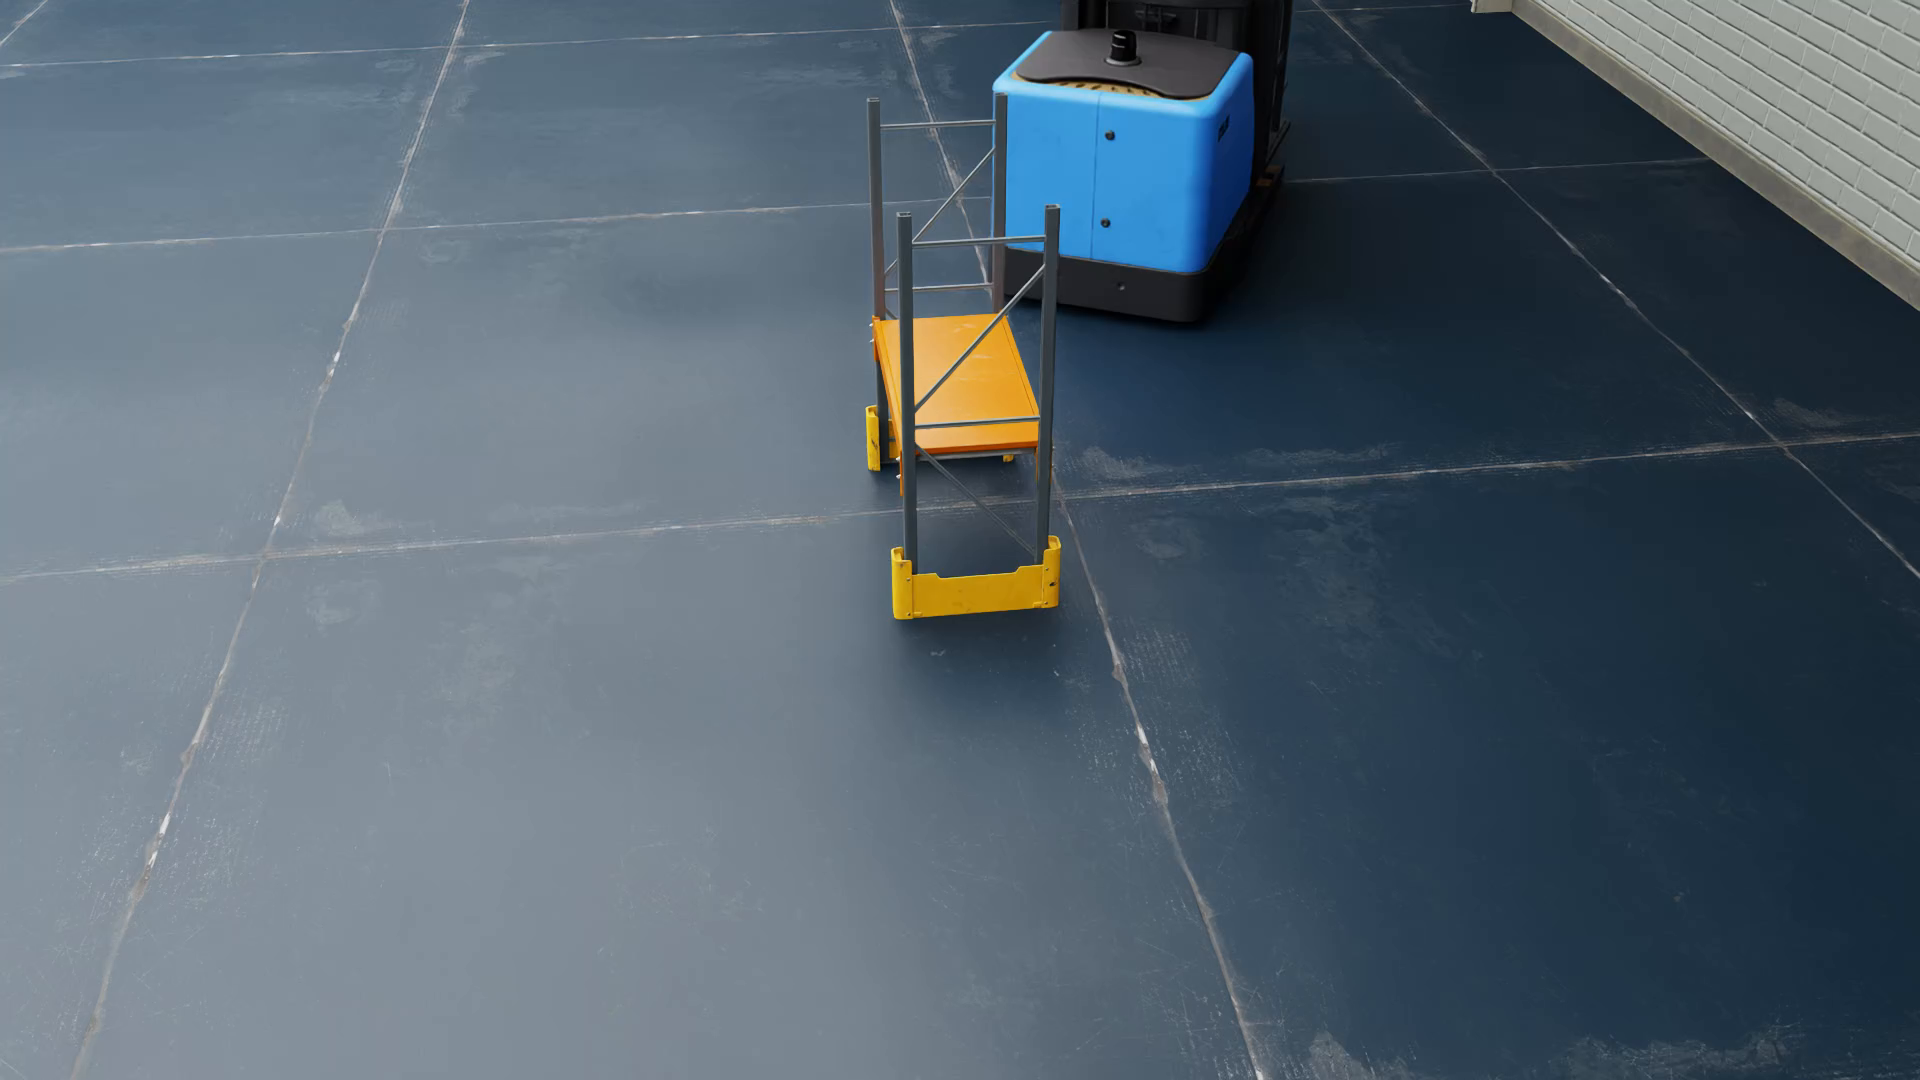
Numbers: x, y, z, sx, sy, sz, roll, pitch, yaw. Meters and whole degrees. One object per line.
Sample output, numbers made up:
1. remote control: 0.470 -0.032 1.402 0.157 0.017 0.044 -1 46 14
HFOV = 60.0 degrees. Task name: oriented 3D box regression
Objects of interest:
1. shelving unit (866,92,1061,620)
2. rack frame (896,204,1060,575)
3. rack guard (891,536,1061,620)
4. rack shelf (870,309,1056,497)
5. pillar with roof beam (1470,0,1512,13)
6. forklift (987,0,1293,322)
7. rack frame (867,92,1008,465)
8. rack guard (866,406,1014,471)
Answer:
1. shelving unit: -0.010 -0.662 5.890 0.587 1.500 1.083 -4 35 -6
2. rack frame: 0.057 -0.384 5.481 0.500 1.500 0.032 -4 35 -6
3. rack guard: 0.057 0.132 5.834 0.587 0.250 0.087 -4 35 -6
4. rack shelf: -0.011 -0.519 5.999 0.538 0.185 1.000 -4 35 -6
5. pillar with roof beam: -0.530 -7.219 8.852 9.100 9.000 0.400 -4 35 -6
6. forklift: 1.108 -3.029 8.093 1.130 2.935 3.031 12 36 16
7. rack frame: -0.080 -0.951 6.314 0.500 1.500 0.032 -4 35 -6
8. rack guard: -0.077 -0.424 6.650 0.587 0.250 0.087 -4 35 -6
